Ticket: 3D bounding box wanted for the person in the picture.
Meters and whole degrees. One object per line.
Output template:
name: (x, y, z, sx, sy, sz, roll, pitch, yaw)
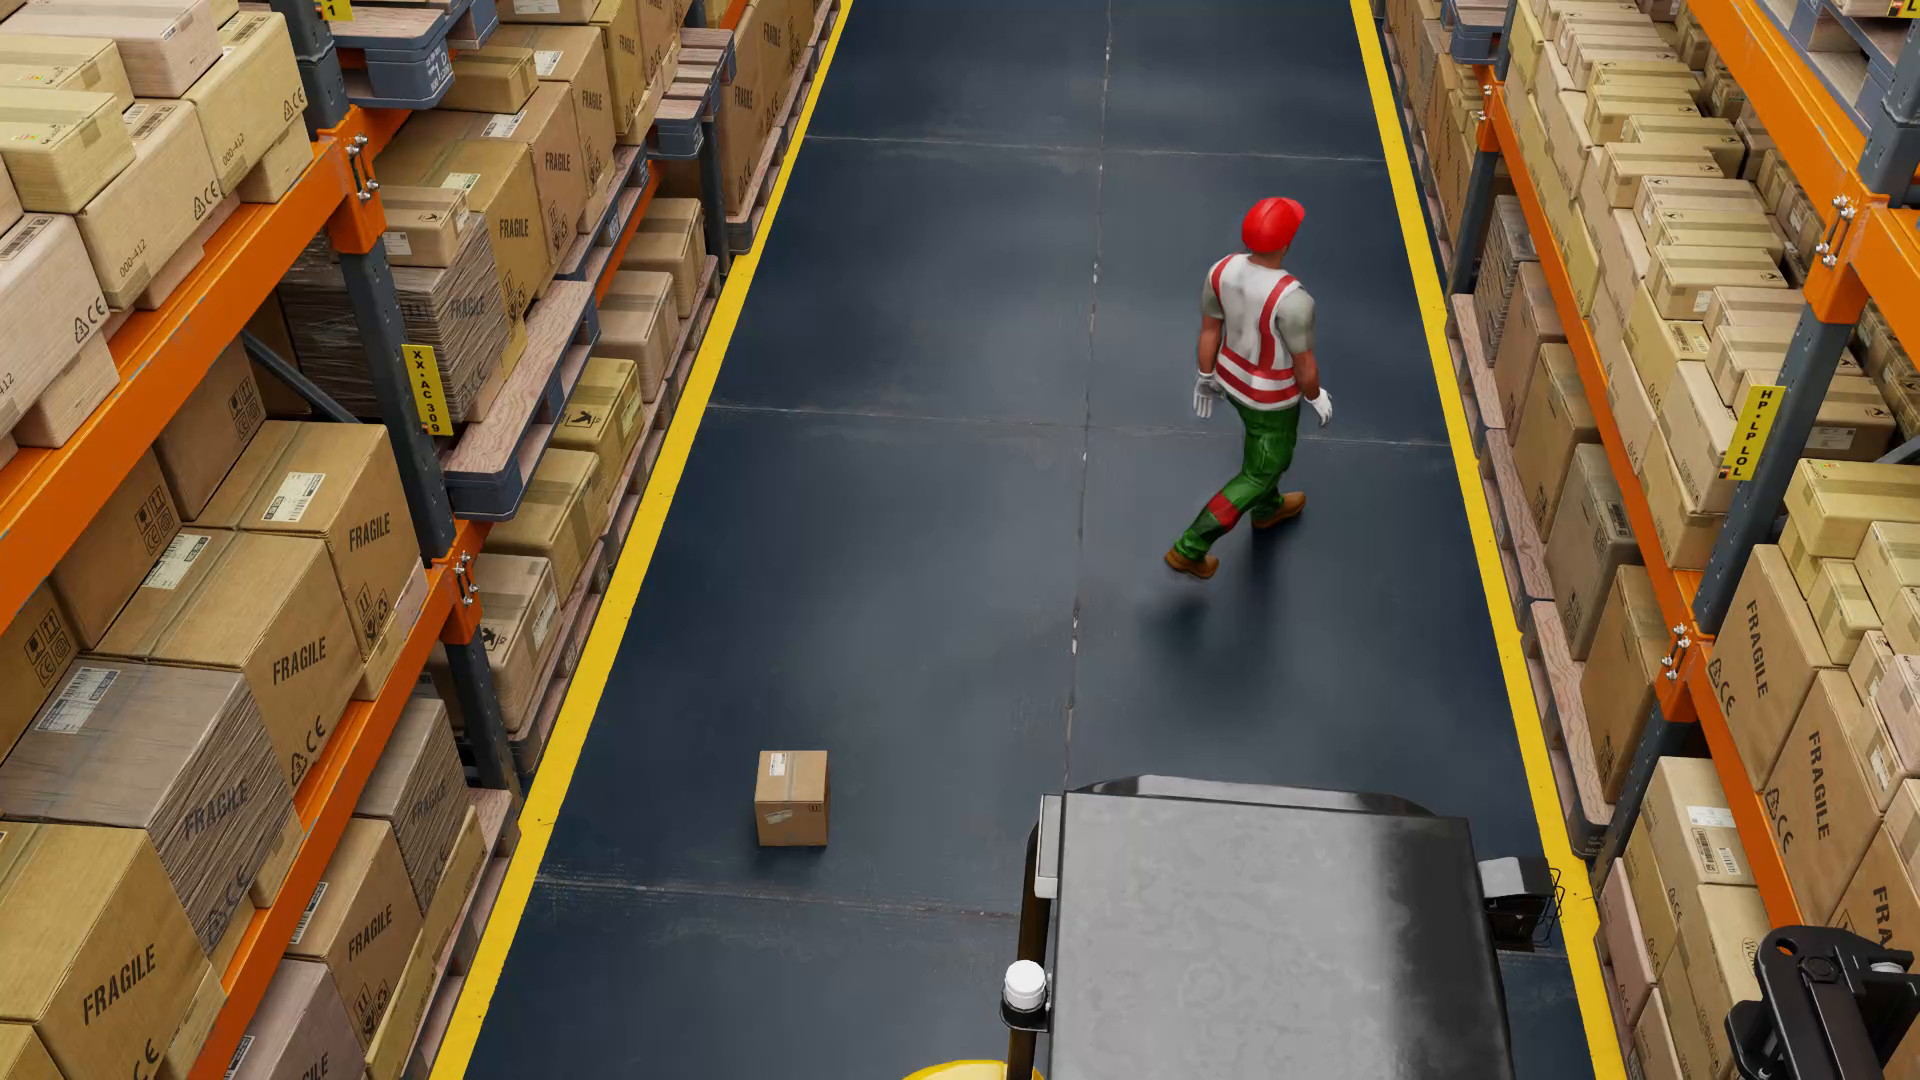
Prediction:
person: (1.234, -0.628, 6.894, 0.952, 1.760, 0.524, -22, 44, -24)
